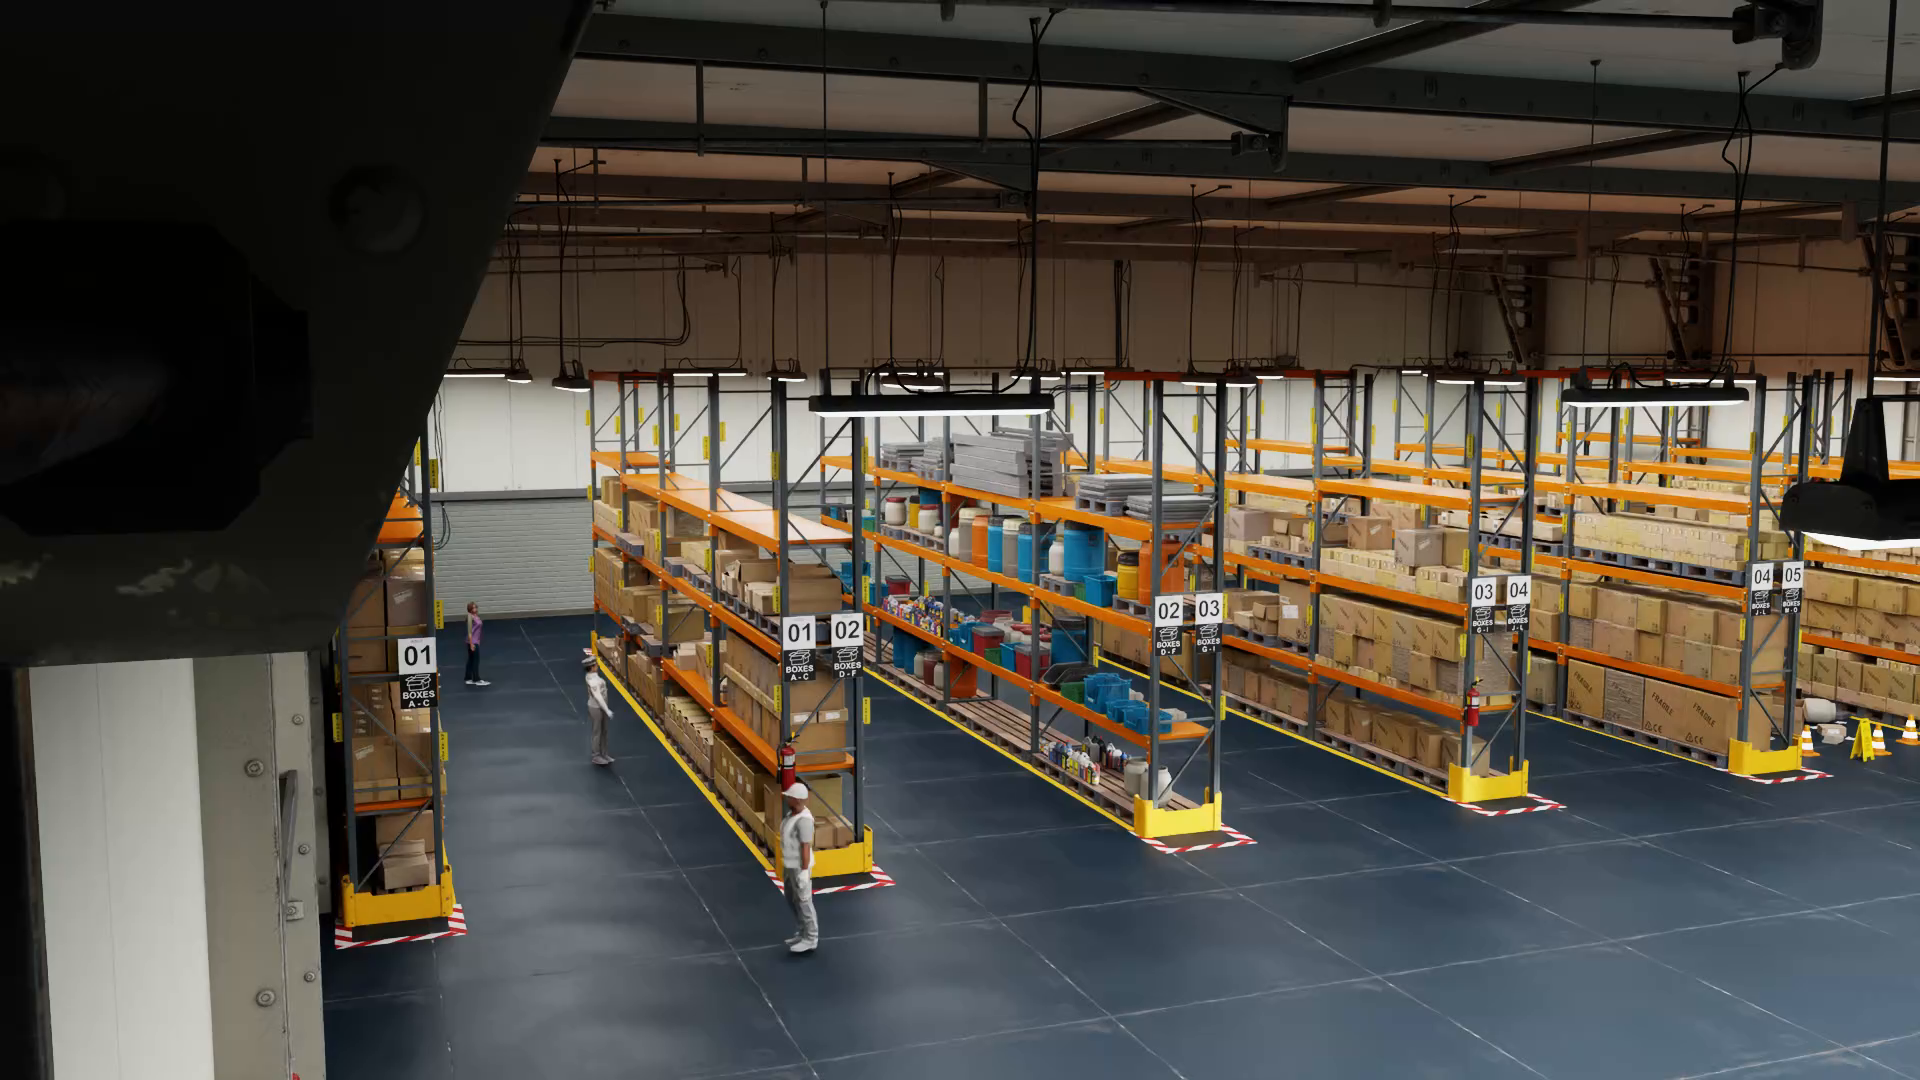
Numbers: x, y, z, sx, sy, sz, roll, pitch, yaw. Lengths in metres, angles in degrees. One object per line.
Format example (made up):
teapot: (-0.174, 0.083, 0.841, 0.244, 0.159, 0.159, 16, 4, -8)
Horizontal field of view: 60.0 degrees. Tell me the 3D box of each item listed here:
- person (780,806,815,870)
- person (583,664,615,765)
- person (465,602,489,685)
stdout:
person: (-1.731, 3.154, 17.648, 0.349, 0.629, 0.580, -3, 7, -21)
person: (-5.570, 2.653, 25.786, 0.521, 1.685, 0.565, 1, 6, 7)
person: (-9.294, 1.983, 31.918, 0.456, 1.593, 0.412, -1, 7, -13)
